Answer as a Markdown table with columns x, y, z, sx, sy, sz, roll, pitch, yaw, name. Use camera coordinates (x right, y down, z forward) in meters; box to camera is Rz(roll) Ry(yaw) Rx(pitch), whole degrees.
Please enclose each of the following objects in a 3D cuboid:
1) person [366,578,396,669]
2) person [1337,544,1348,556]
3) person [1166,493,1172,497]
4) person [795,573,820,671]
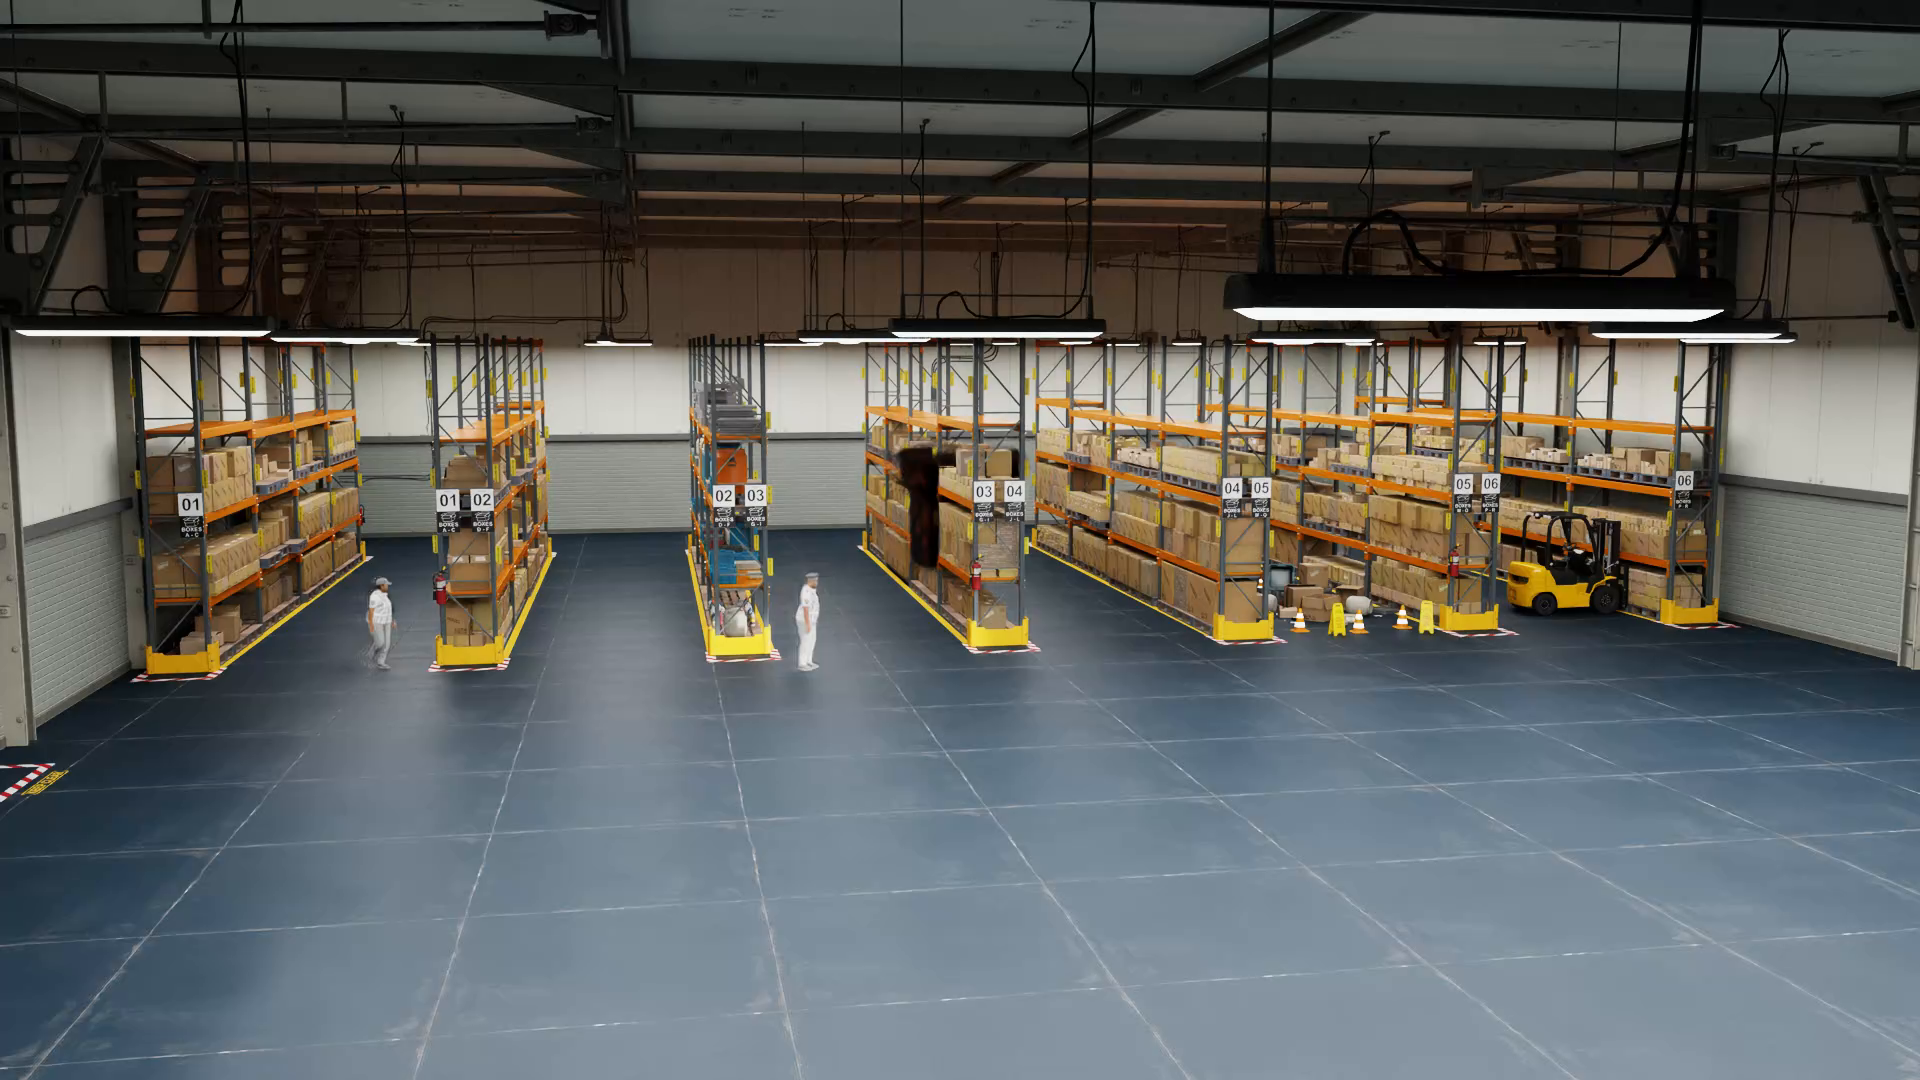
| x | y | z | sx | sy | sz | roll | pitch | yaw | name |
| --- | --- | --- | --- | --- | --- | --- | --- | --- | --- |
| -10.388 | 1.496 | 29.748 | 0.476 | 1.646 | 0.522 | 4 | 8 | 30 | person |
| 10.605 | -0.429 | 46.217 | 0.421 | 1.622 | 0.504 | 0 | 7 | -1 | person |
| 5.848 | -0.477 | 46.969 | 0.425 | 1.676 | 0.488 | -2 | 7 | -15 | person |
| -2.728 | 1.460 | 29.761 | 0.433 | 1.758 | 0.576 | 1 | 7 | 6 | person |
